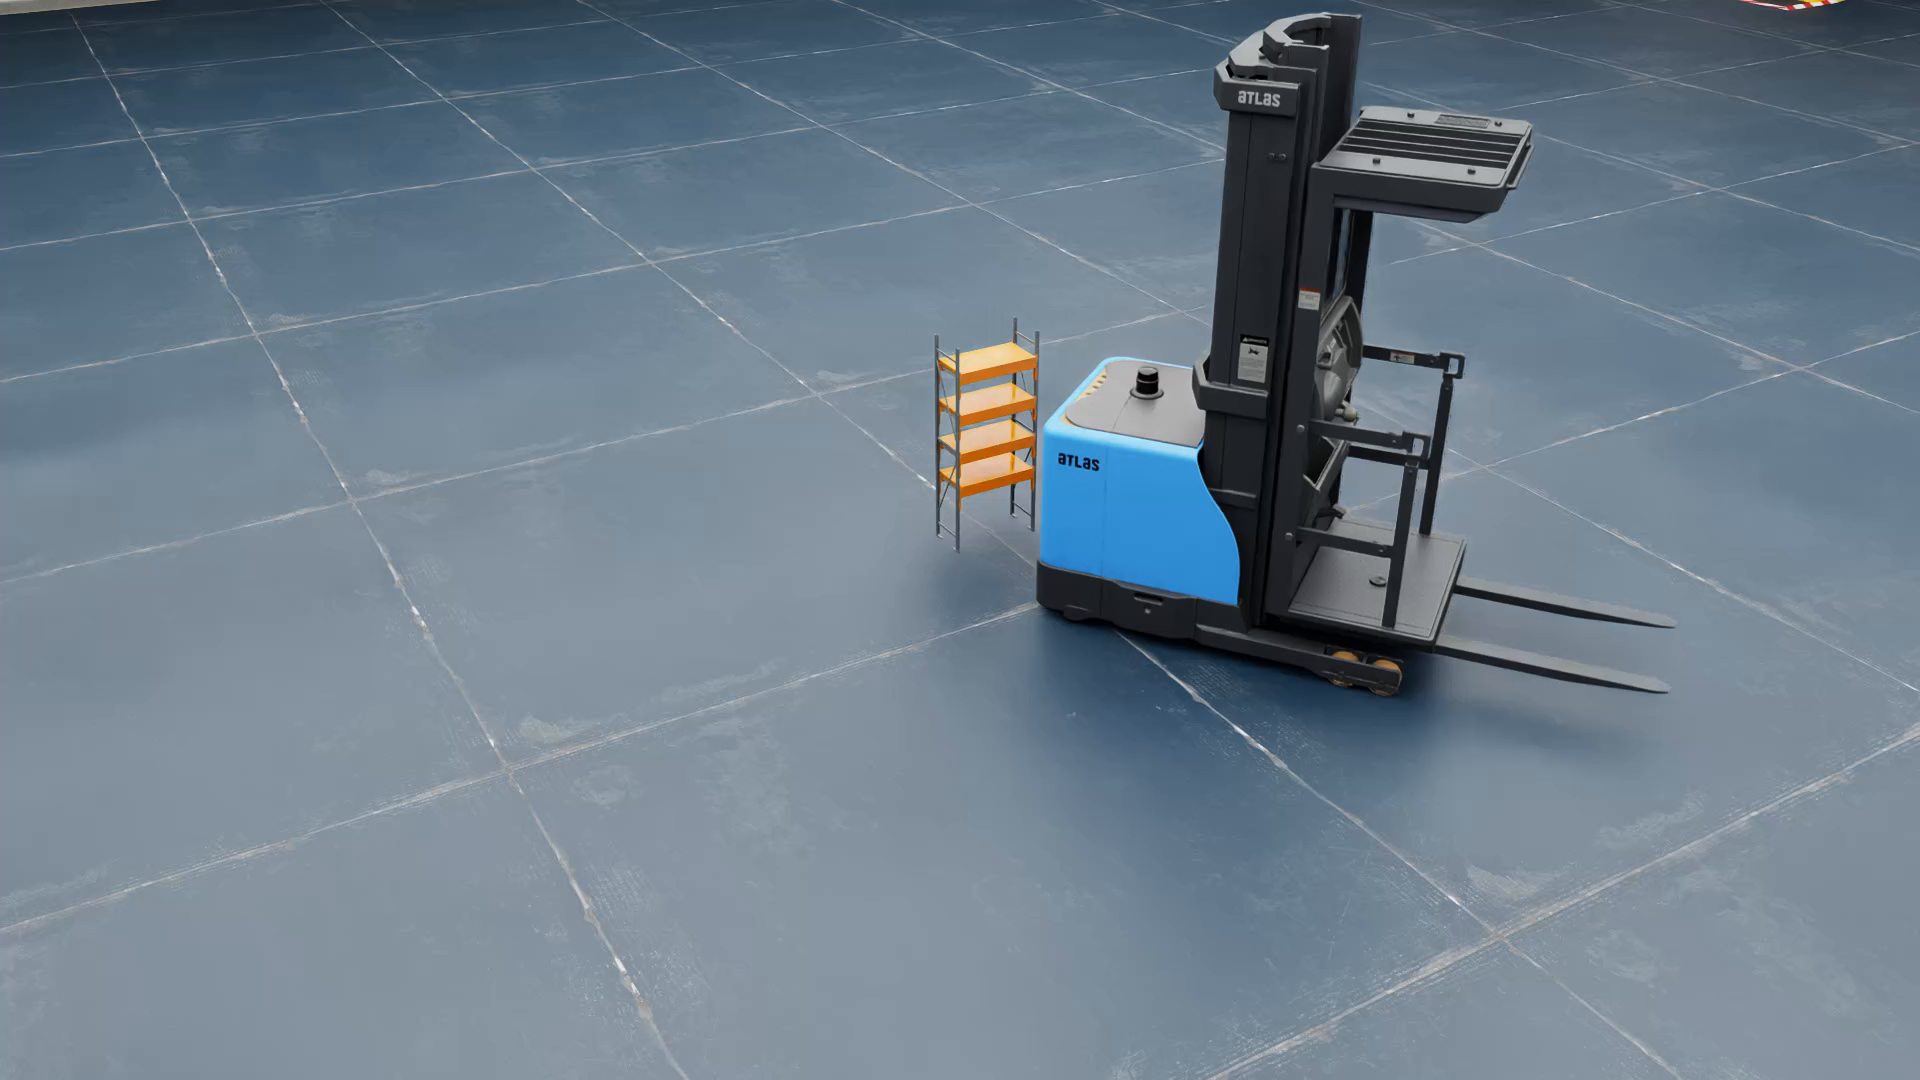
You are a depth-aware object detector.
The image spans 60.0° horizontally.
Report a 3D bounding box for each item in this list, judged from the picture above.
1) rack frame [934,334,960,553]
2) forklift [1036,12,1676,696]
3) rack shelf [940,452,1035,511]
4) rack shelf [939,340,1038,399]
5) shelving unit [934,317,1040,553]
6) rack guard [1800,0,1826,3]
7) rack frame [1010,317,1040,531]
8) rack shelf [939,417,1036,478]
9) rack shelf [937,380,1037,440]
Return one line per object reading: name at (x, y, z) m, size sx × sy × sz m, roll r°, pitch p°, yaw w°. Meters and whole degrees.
rack frame at (-0.068, -0.506, 8.925) m, size 0.015 × 1.200 × 0.240 m, roll -16°, pitch 33°, yaw -26°
forklift at (1.956, -0.836, 7.731) m, size 3.031 × 2.935 × 1.130 m, roll 12°, pitch 31°, yaw 20°
rack shelf at (0.143, -0.333, 9.162) m, size 0.480 × 0.148 × 0.258 m, roll -16°, pitch 33°, yaw -26°
rack shelf at (0.143, -0.910, 8.844) m, size 0.480 × 0.148 × 0.258 m, roll -16°, pitch 33°, yaw -26°
shelving unit at (0.143, -0.566, 9.034) m, size 0.503 × 1.200 × 0.258 m, roll -16°, pitch 33°, yaw -26°
rack guard at (11.276, -7.704, 22.692) m, size 0.348 × 0.500 × 1.175 m, roll -16°, pitch 33°, yaw -26°
rack frame at (0.353, -0.626, 9.142) m, size 0.015 × 1.200 × 0.240 m, roll -16°, pitch 33°, yaw -26°
rack shelf at (0.143, -0.507, 9.066) m, size 0.480 × 0.148 × 0.258 m, roll -16°, pitch 33°, yaw -26°
rack shelf at (0.143, -0.703, 8.958) m, size 0.480 × 0.148 × 0.258 m, roll -16°, pitch 33°, yaw -26°
